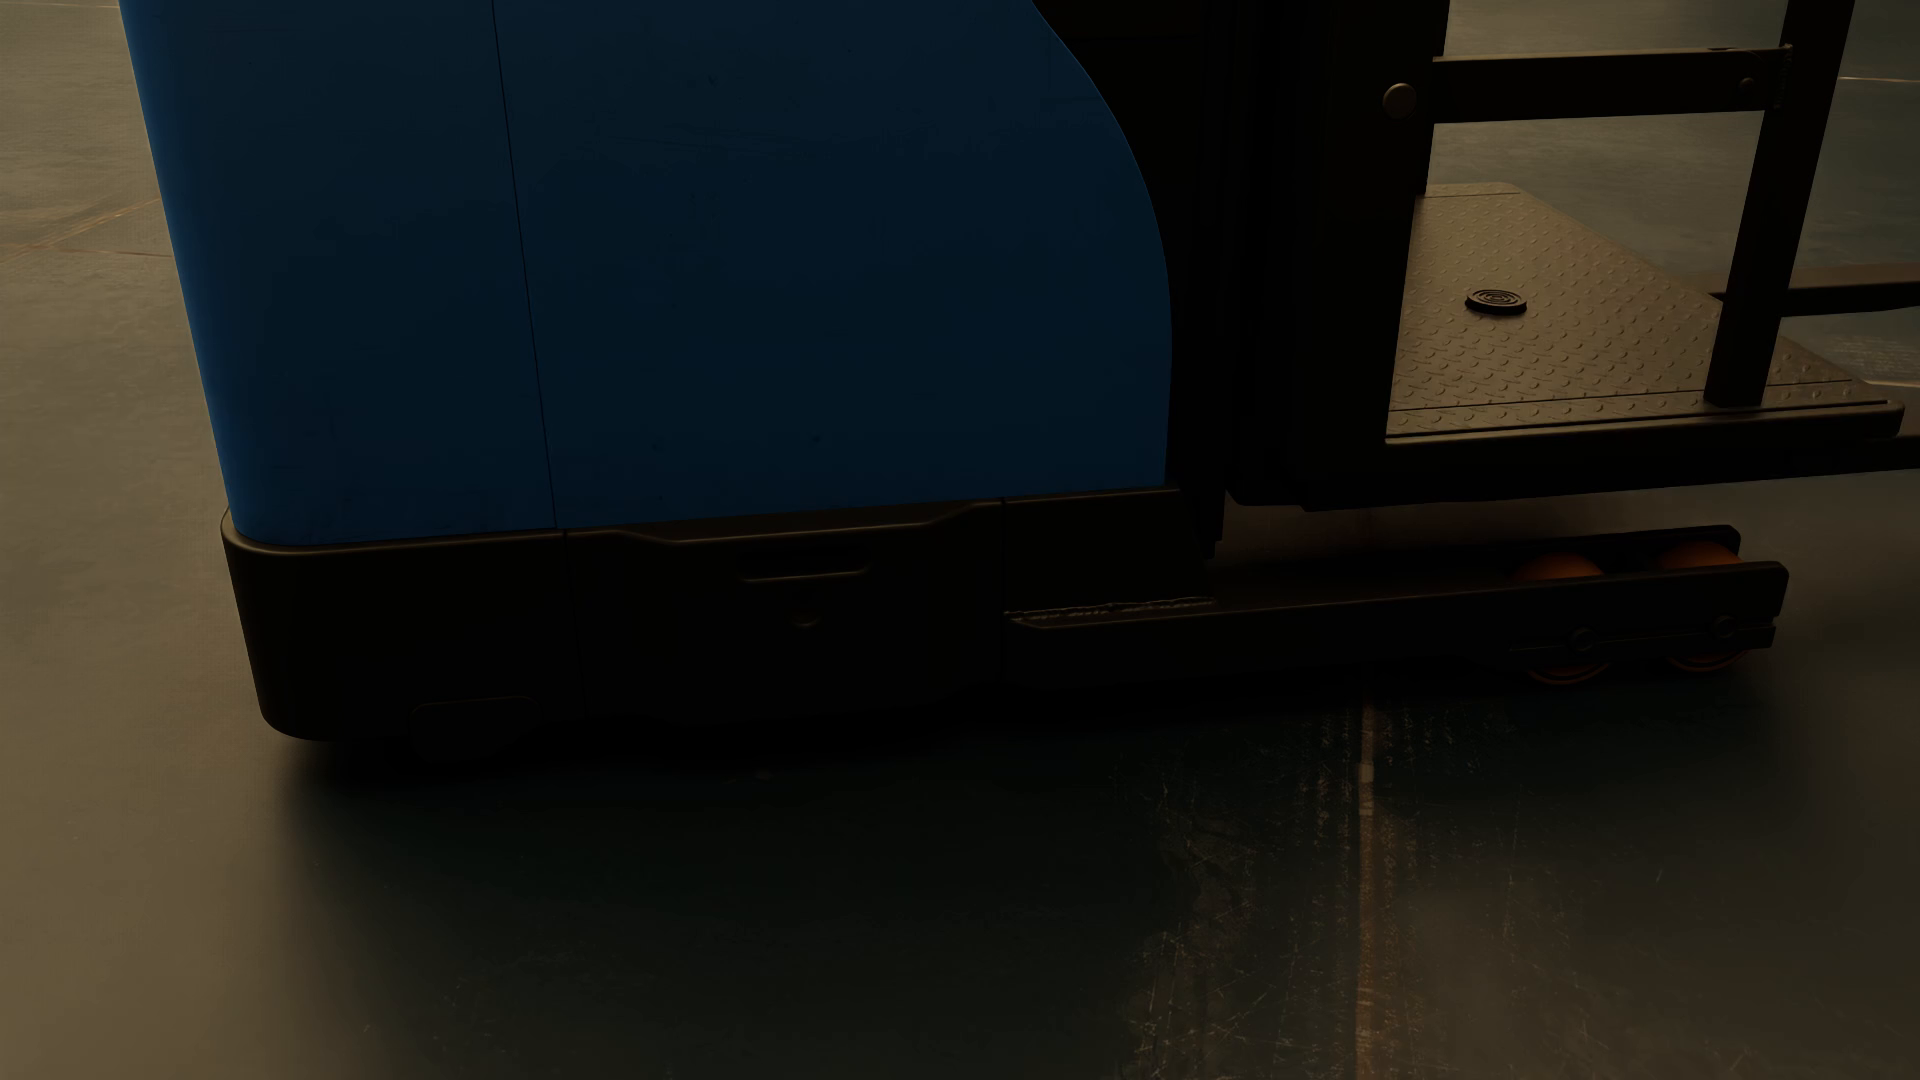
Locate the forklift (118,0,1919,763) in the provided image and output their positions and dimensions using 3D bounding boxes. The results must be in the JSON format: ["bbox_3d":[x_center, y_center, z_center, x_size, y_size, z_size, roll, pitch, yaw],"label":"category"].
[{"bbox_3d":[0.600,-1.354,1.930,3.031,2.935,1.130,-4,27,-9],"label":"forklift"}]
